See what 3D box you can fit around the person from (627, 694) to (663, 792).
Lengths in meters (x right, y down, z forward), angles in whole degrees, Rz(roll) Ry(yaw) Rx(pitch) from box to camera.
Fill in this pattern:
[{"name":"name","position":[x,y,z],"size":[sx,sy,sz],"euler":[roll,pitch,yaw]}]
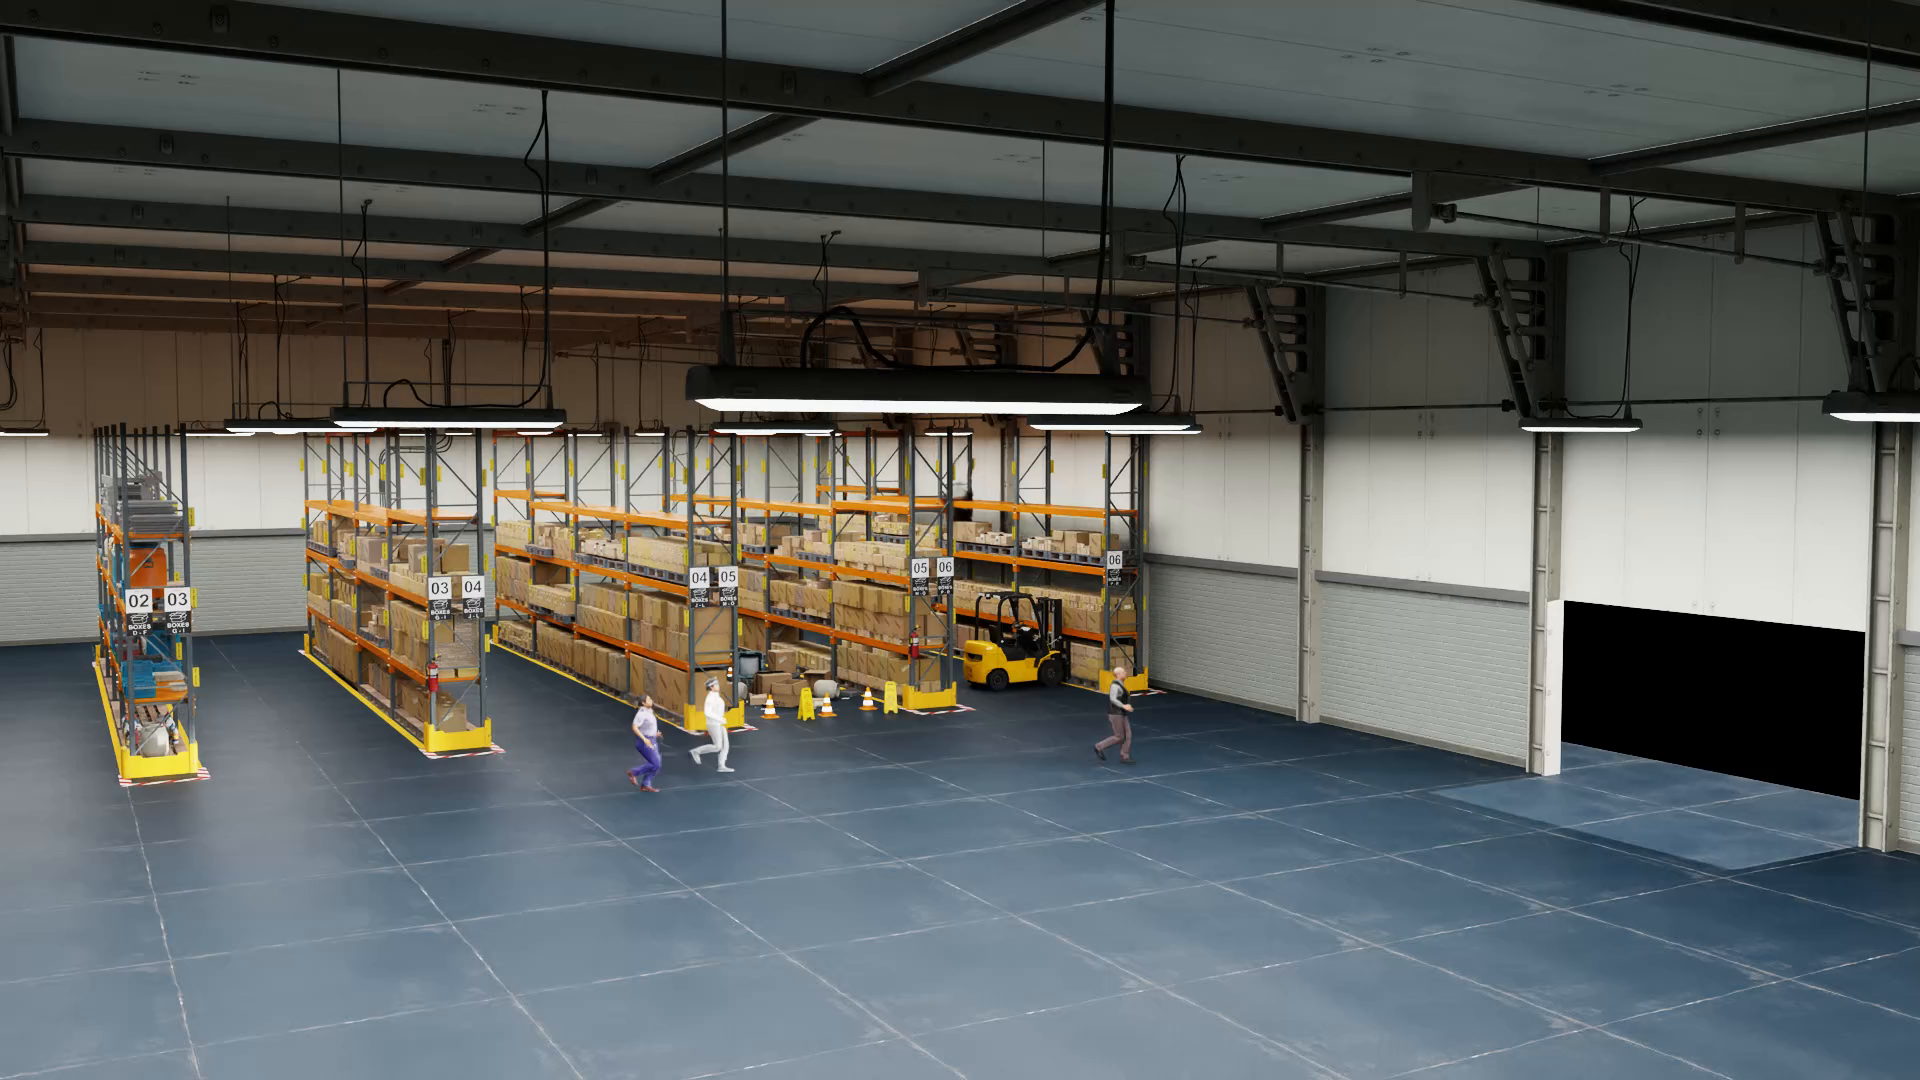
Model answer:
[{"name":"person","position":[-5.111,3.300,26.993],"size":[0.550,1.607,0.615],"euler":[0,3,-1]}]

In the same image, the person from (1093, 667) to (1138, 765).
[{"name":"person","position":[2.754,3.101,29.331],"size":[0.772,1.720,0.684],"euler":[1,4,14]}]

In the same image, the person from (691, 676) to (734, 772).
[{"name":"person","position":[-4.240,3.163,28.548],"size":[0.742,1.661,0.617],"euler":[0,3,5]}]
